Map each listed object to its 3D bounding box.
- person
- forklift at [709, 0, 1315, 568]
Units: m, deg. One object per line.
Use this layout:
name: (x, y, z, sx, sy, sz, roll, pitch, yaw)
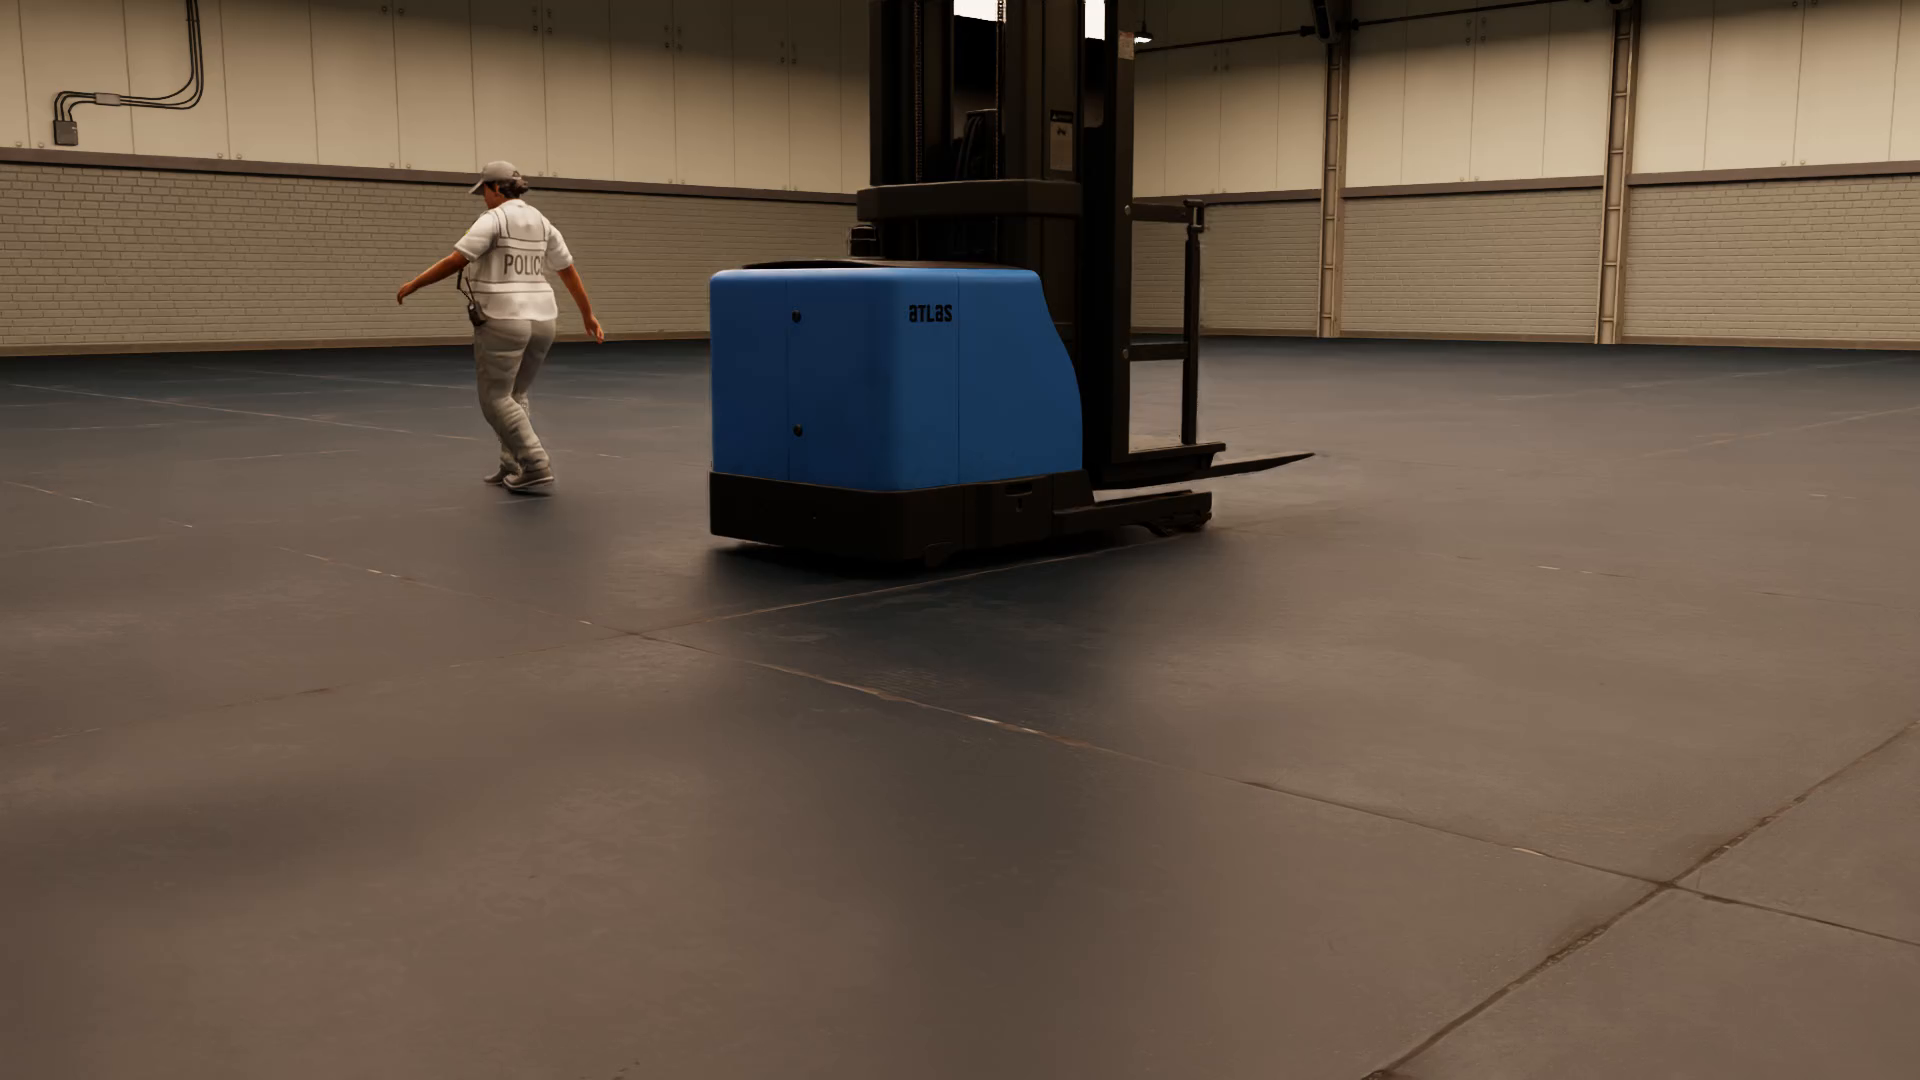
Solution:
person: (-2.254, -1.067, 8.364, 0.718, 1.644, 0.884, 5, 10, 32)
forklift: (0.417, -1.516, 6.941, 1.130, 2.935, 3.031, 8, 12, 43)
